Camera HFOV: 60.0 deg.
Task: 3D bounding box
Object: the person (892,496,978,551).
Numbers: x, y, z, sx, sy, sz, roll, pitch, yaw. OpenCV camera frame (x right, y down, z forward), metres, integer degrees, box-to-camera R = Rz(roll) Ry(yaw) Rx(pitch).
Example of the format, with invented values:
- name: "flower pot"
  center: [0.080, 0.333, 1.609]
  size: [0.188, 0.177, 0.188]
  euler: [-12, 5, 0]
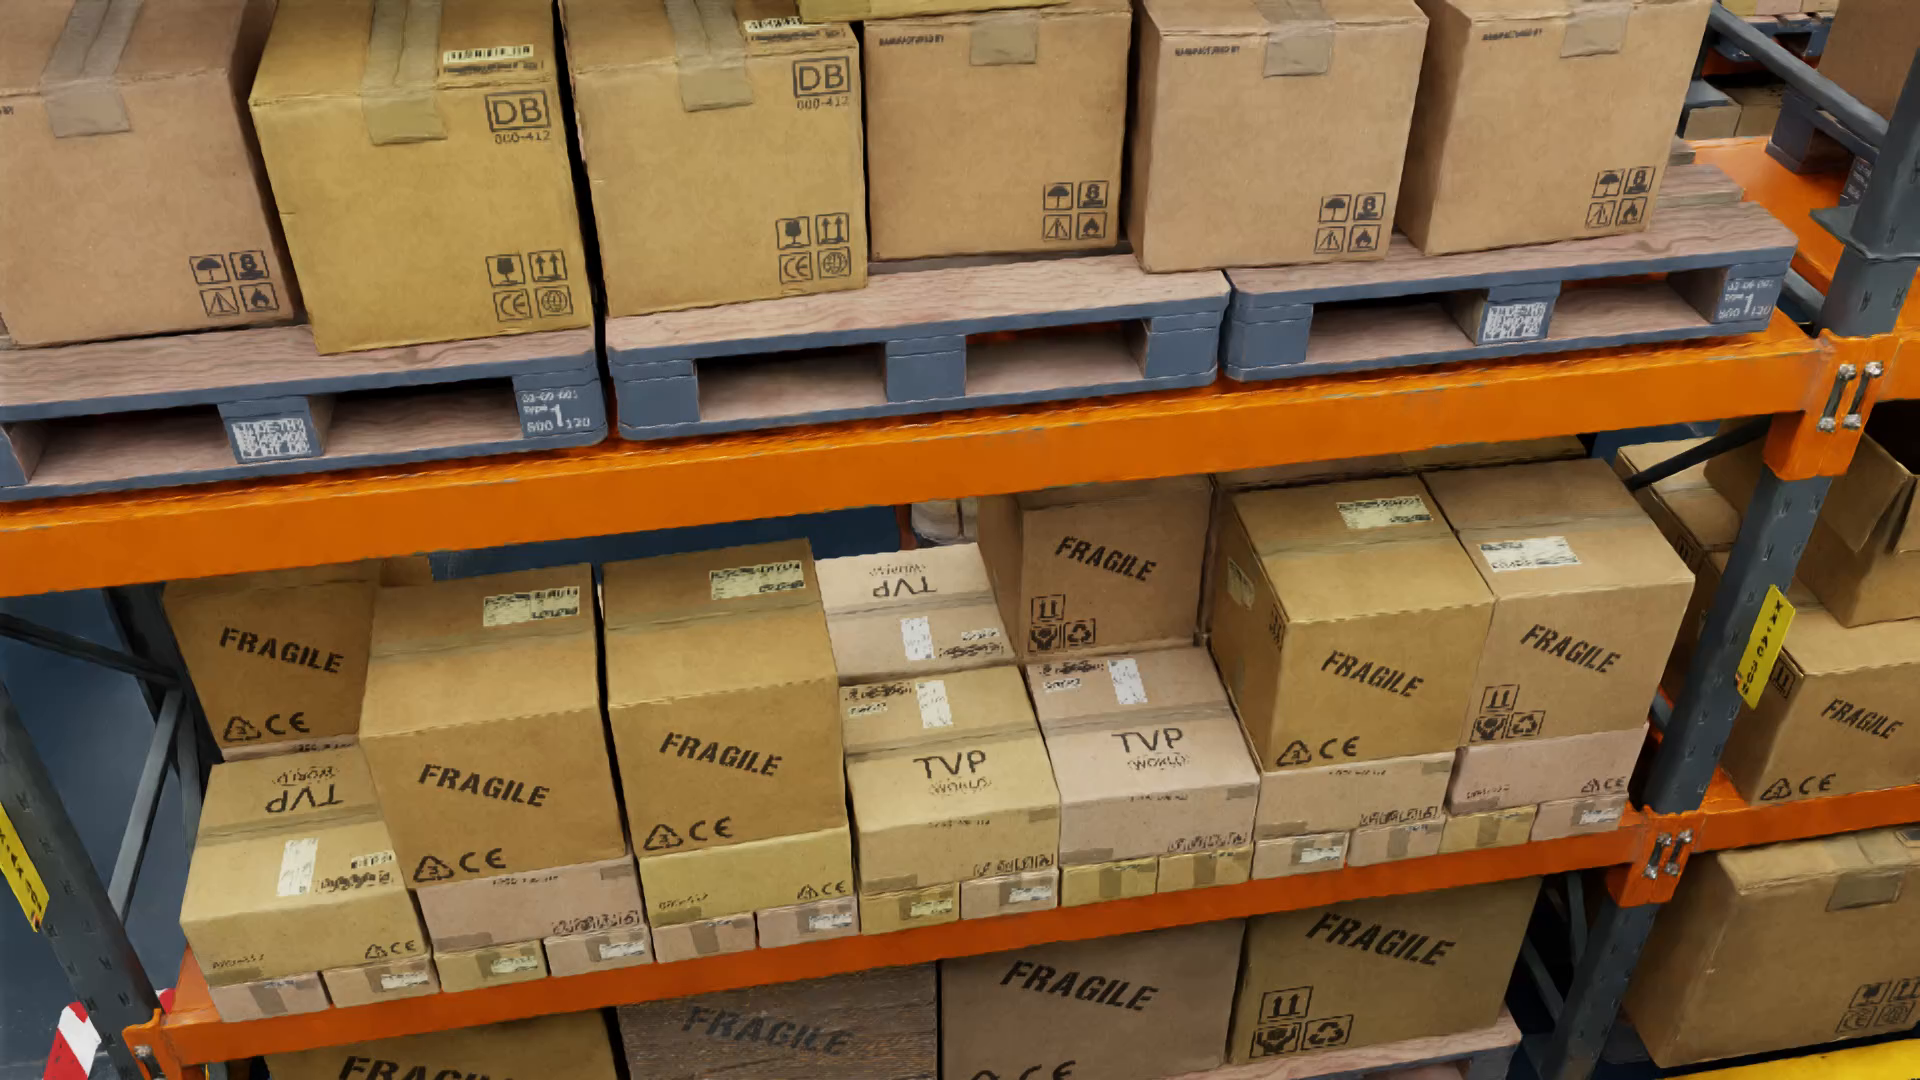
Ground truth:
- name: "person"
  center: [0.037, -0.061, 6.201]
  size: [0.620, 1.761, 0.475]
  euler: [5, 39, 6]
